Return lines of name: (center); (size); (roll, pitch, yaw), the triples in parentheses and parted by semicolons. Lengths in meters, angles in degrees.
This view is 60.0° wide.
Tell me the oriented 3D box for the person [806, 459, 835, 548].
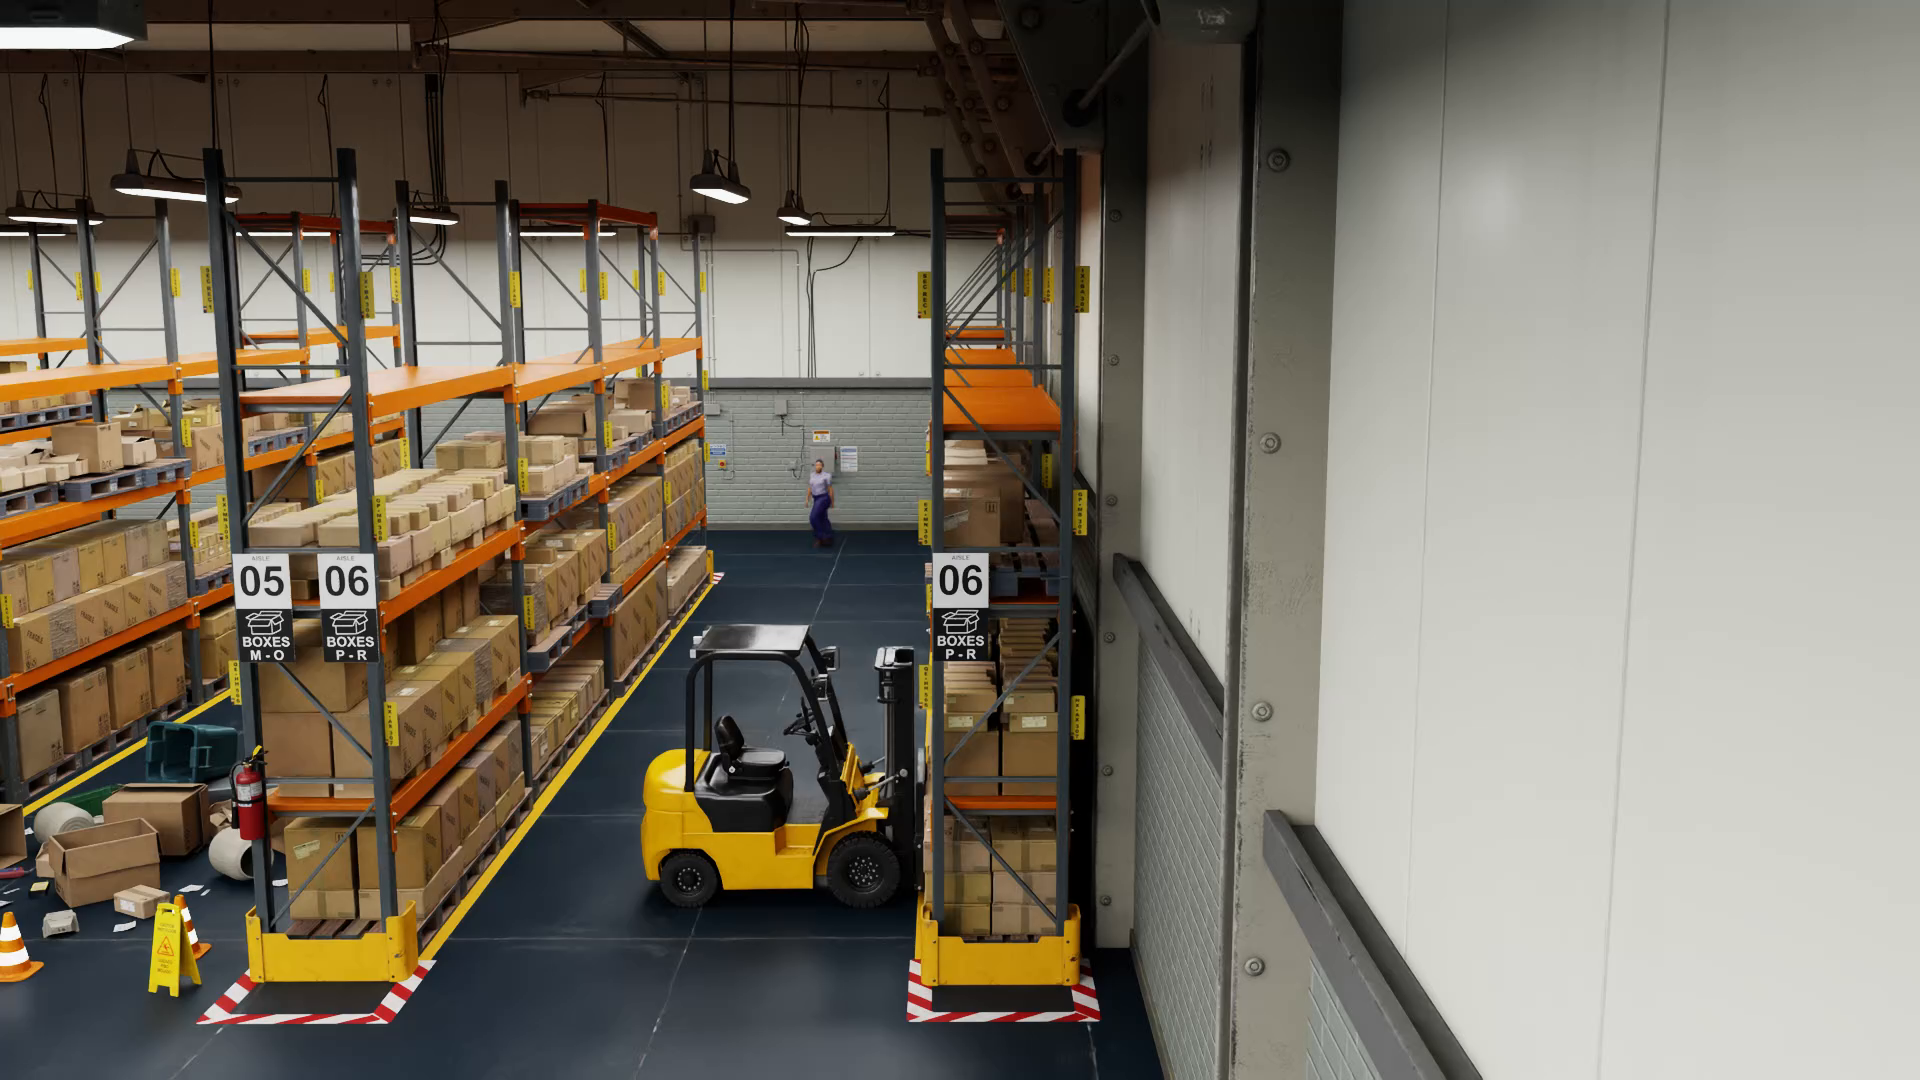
person: (-2.654, -0.689, 31.688); (0.558, 1.690, 0.460); (-4, 10, -21)
